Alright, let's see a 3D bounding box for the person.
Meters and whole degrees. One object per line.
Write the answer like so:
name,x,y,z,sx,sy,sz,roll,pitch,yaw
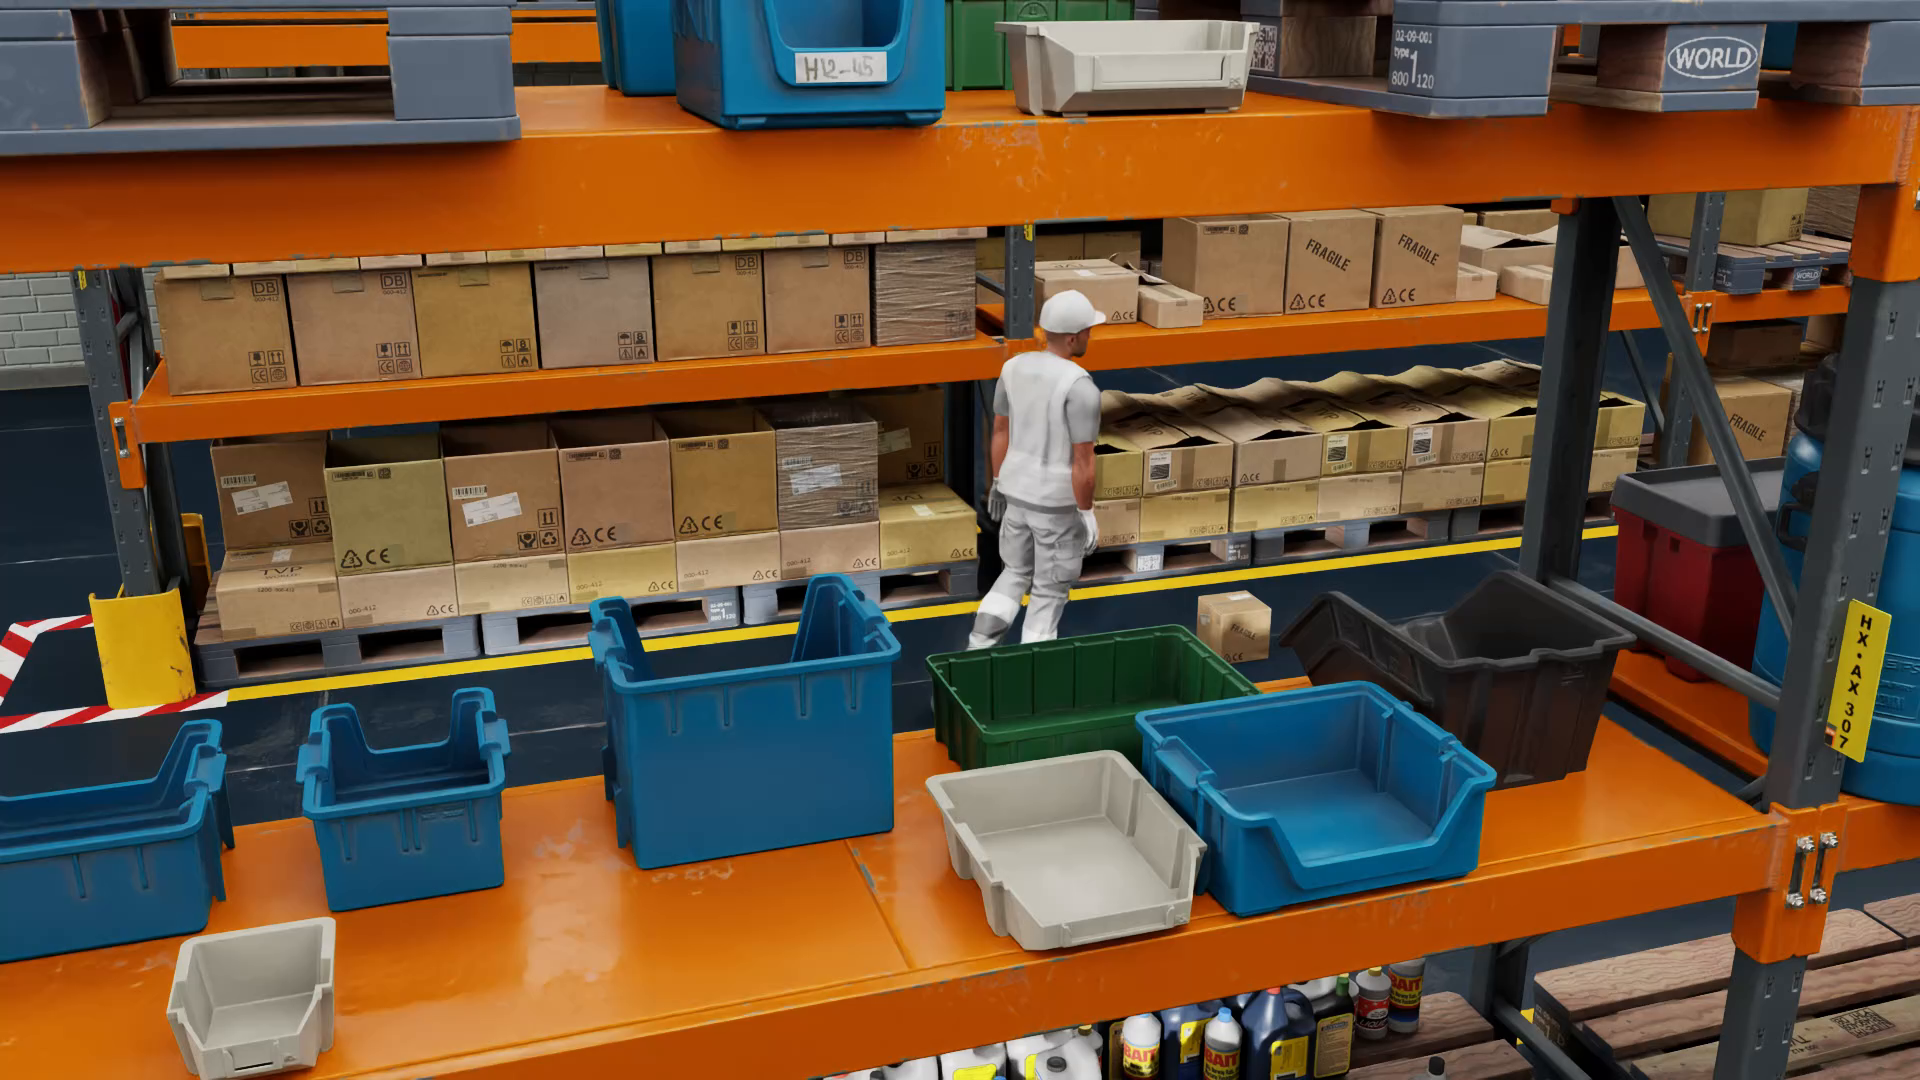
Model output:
person,0.299,-0.144,6.916,0.571,1.785,0.580,-17,25,-40
